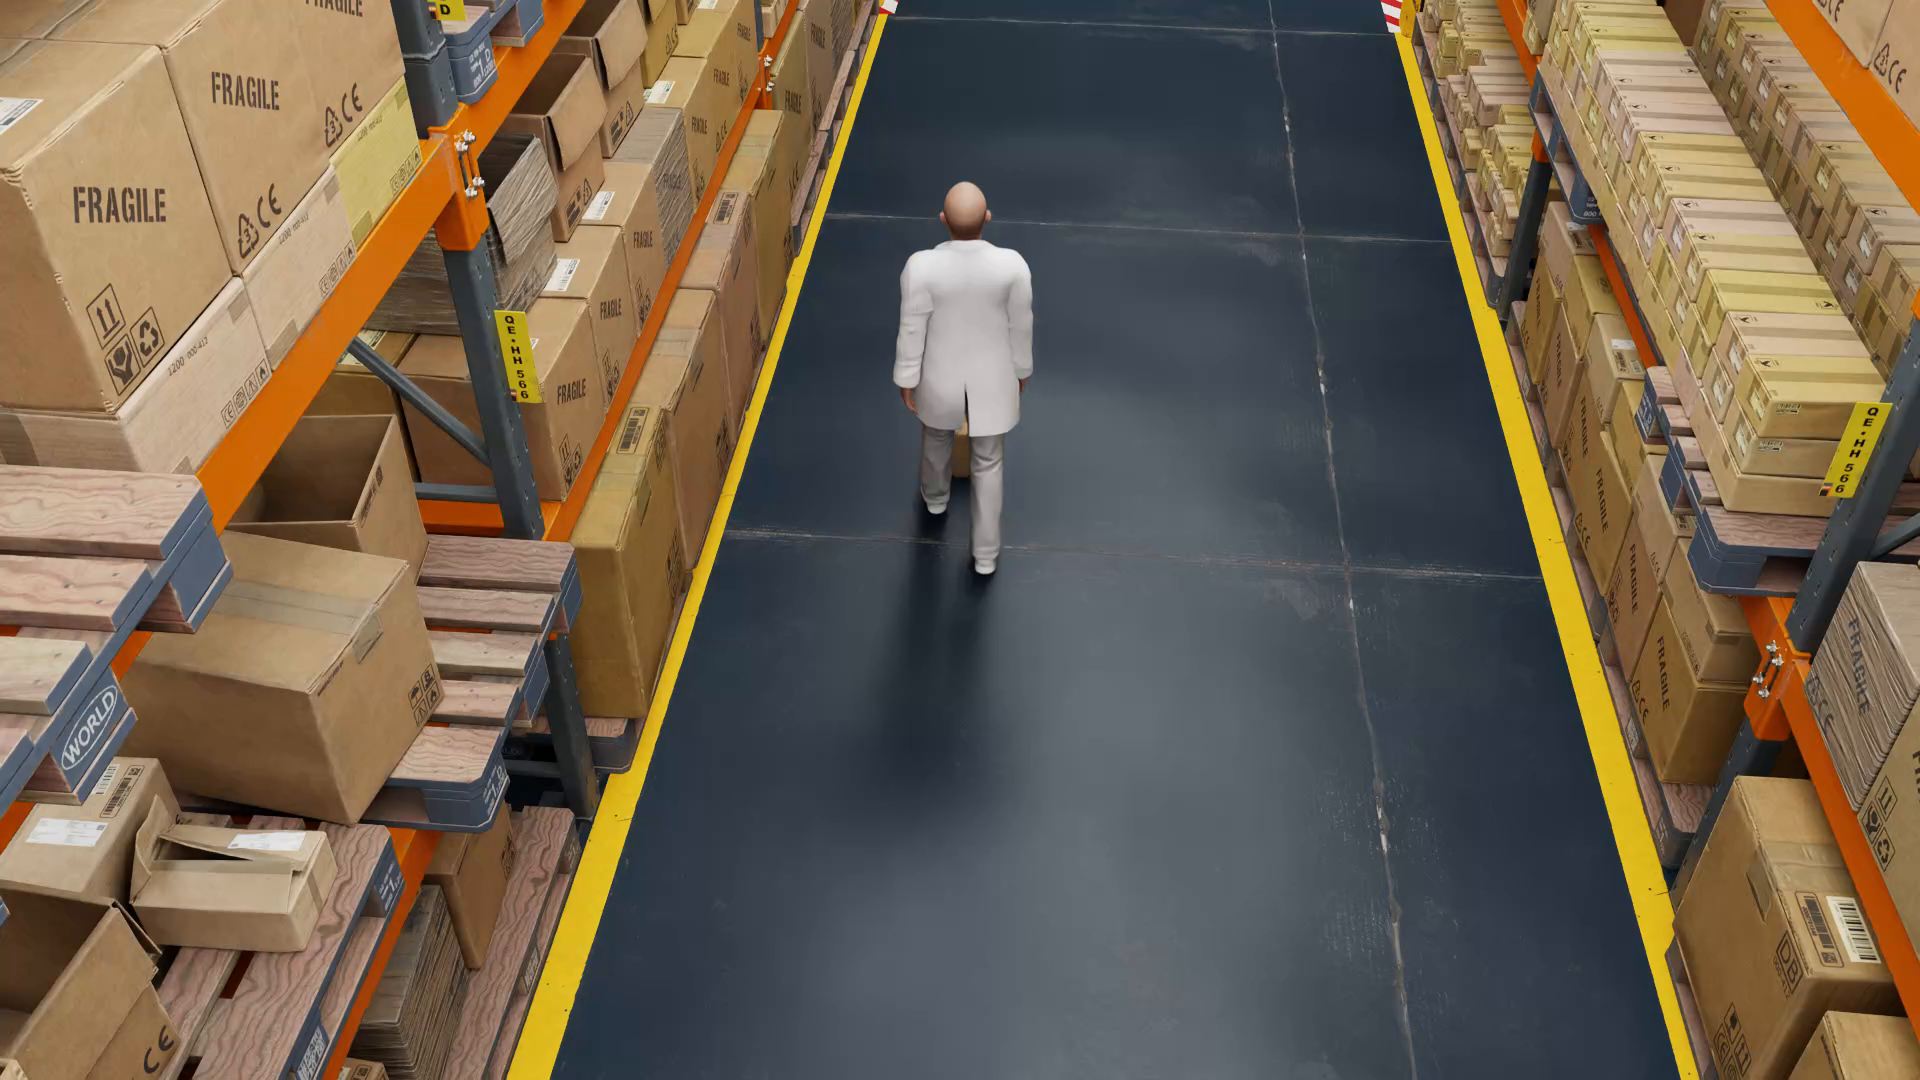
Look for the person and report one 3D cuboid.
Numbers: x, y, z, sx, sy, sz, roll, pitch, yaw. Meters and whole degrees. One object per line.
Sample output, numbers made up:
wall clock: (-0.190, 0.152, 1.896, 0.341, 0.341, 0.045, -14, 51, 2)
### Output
person: (0.014, -0.769, 7.090, 0.589, 1.765, 0.812, 0, 40, 0)
